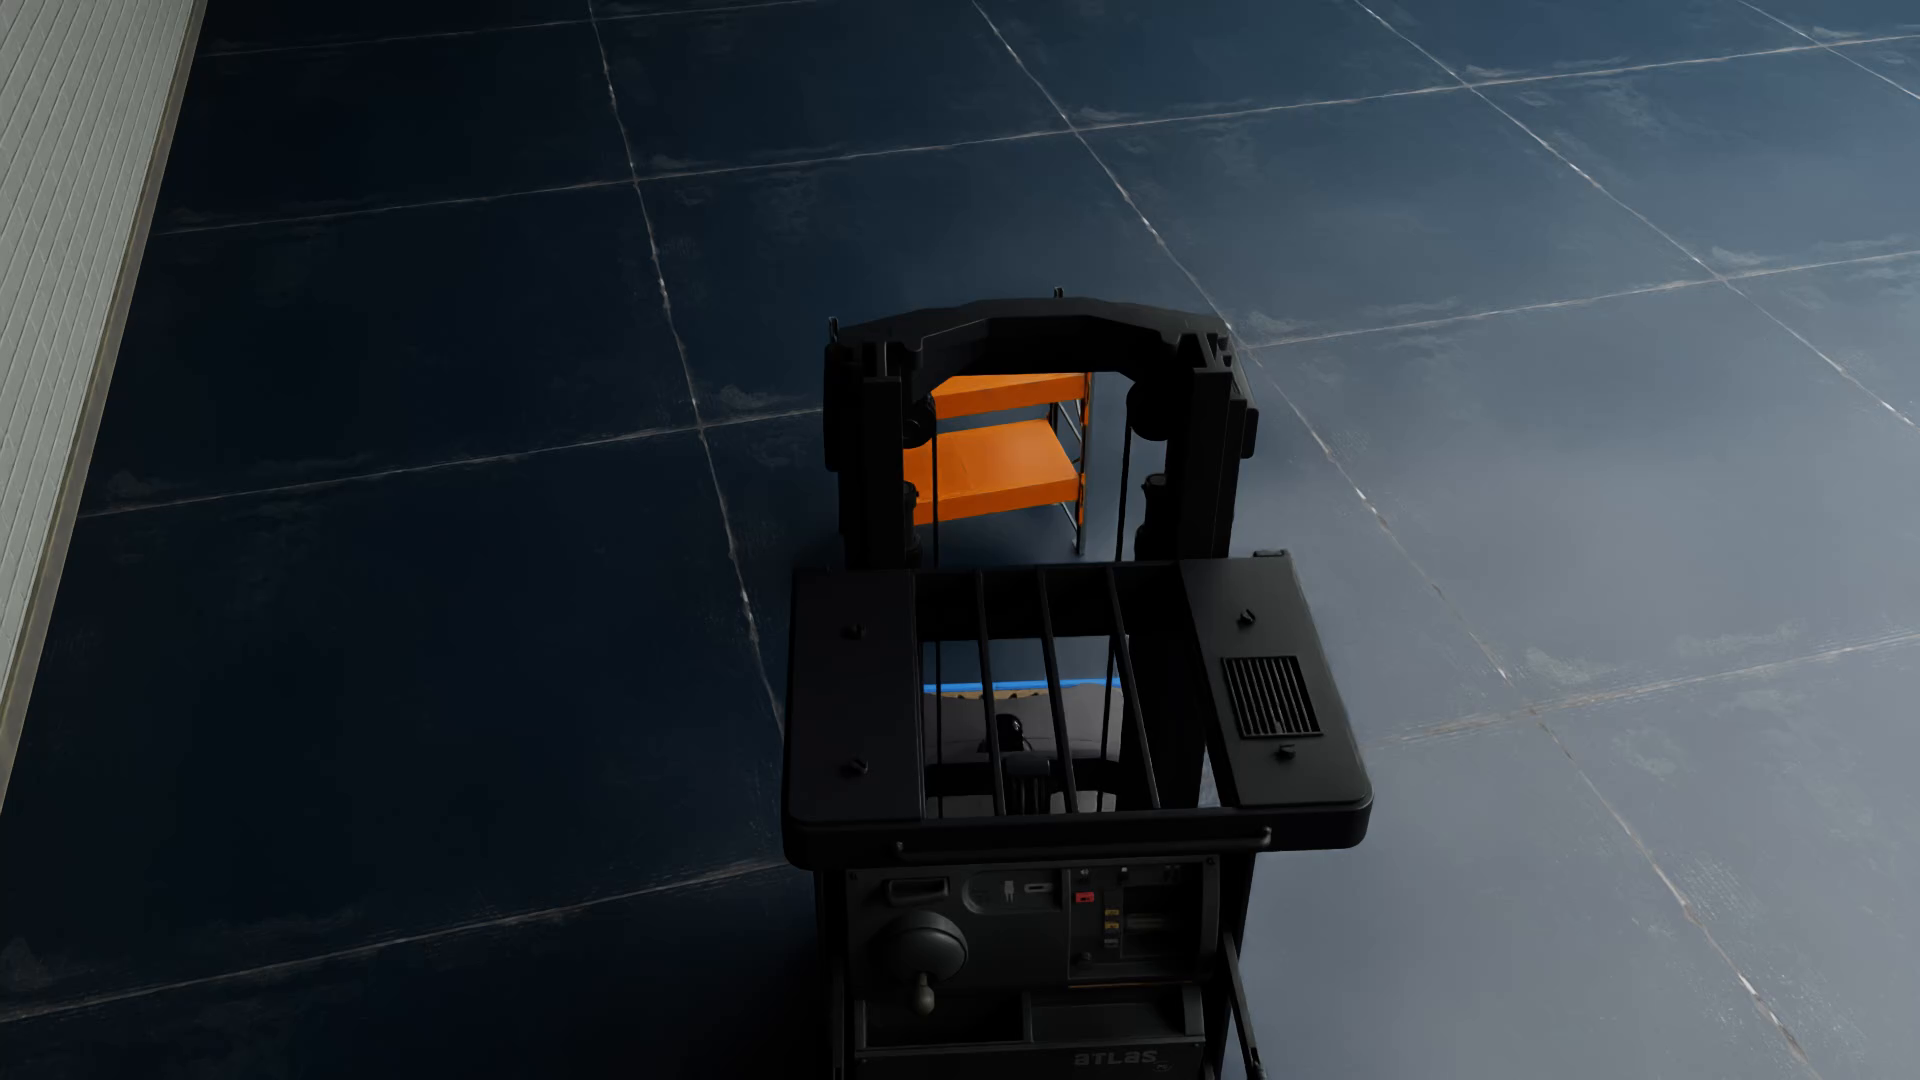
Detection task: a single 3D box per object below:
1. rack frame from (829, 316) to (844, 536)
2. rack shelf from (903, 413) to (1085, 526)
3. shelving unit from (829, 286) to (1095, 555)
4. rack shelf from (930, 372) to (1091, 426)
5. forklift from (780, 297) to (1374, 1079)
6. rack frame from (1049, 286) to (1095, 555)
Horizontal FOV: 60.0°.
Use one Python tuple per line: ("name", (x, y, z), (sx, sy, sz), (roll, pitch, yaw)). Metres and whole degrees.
("rack frame", (-0.484, -0.367, 7.304), (0.032, 1.125, 0.500), (-9, 38, -12))
("rack shelf", (0.007, -0.254, 7.558), (1.000, 0.278, 0.538), (-9, 38, -12))
("shelving unit", (0.007, -0.448, 7.410), (1.048, 1.125, 0.538), (-9, 38, -12))
("rack shelf", (0.007, -0.680, 7.232), (1.000, 0.278, 0.538), (-9, 38, -12))
("forklift", (0.196, 1.038, 3.980), (1.130, 2.935, 3.031), (-2, 37, -2))
("rack frame", (0.497, -0.528, 7.515), (0.032, 1.125, 0.500), (-9, 38, -12))
